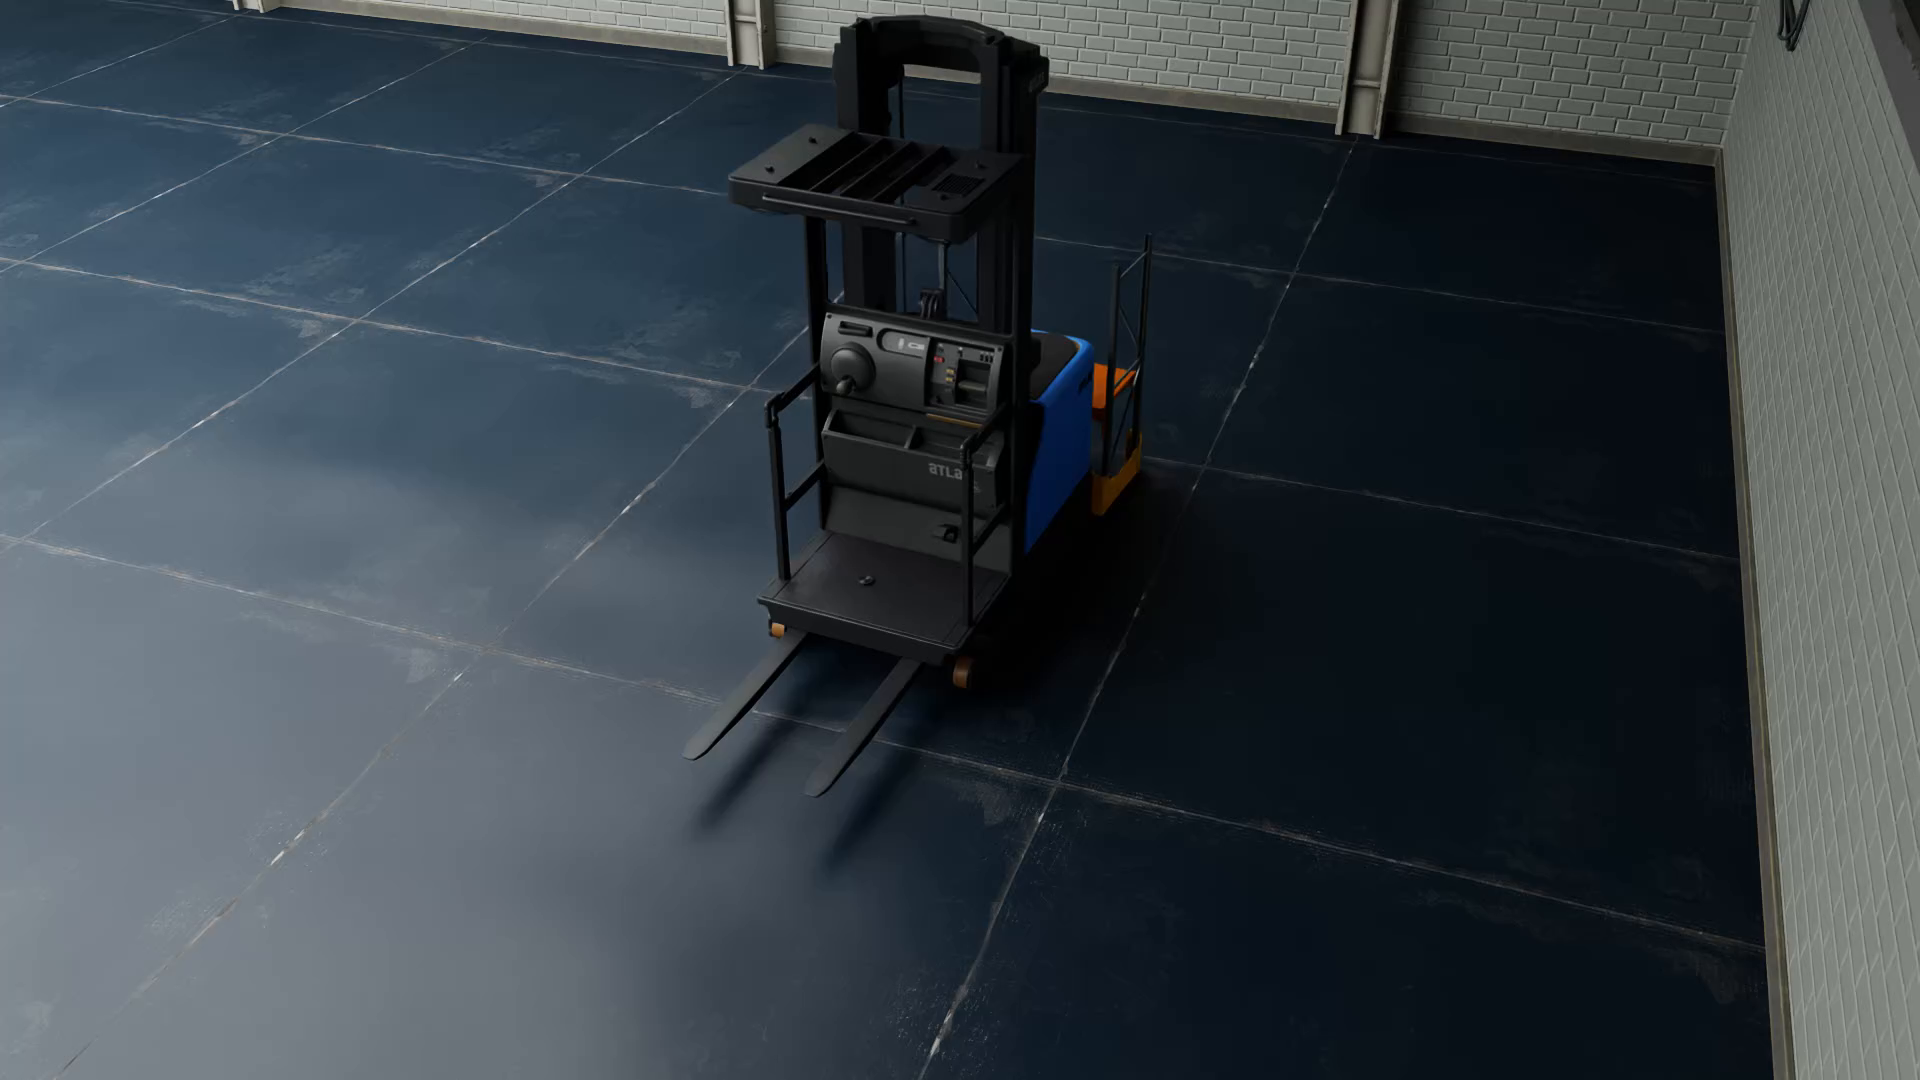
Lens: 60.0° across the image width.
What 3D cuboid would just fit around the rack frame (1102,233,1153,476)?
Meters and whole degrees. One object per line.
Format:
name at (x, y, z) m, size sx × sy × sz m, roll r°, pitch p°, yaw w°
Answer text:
rack frame at (0.921, -0.916, 9.254) m, size 0.032 × 1.500 × 0.500 m, roll 15°, pitch 36°, yaw 22°

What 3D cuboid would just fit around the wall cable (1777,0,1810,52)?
wall cable at (5.908, -4.923, 11.409) m, size 0.112 × 2.526 × 3.097 m, roll 11°, pitch 34°, yaw 16°

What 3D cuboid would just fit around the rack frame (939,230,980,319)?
rack frame at (0.012, -1.163, 9.636) m, size 0.032 × 1.500 × 0.500 m, roll 15°, pitch 36°, yaw 22°

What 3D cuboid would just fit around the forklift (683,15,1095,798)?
forklift at (-0.315, -0.770, 7.709) m, size 1.130 × 2.935 × 3.031 m, roll 13°, pitch 35°, yaw 20°

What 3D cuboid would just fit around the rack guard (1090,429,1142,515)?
rack guard at (0.904, -0.395, 9.600) m, size 0.087 × 0.250 × 0.587 m, roll 15°, pitch 36°, yaw 22°

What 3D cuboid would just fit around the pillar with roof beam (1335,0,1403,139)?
pillar with roof beam at (2.129, -5.243, 9.043) m, size 0.400 × 9.000 × 9.100 m, roll 11°, pitch 34°, yaw 16°

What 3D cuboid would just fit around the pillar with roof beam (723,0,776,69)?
pillar with roof beam at (-3.519, -6.341, 10.744) m, size 0.400 × 9.000 × 9.100 m, roll 11°, pitch 34°, yaw 16°

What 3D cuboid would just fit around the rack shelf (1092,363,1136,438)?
rack shelf at (0.467, -0.888, 9.543) m, size 1.000 × 0.185 × 0.538 m, roll 15°, pitch 36°, yaw 22°

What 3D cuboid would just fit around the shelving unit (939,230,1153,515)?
shelving unit at (0.459, -1.042, 9.448) m, size 1.083 × 1.500 × 0.587 m, roll 15°, pitch 36°, yaw 22°

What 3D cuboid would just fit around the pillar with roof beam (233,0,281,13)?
pillar with roof beam at (-9.168, -7.439, 12.444) m, size 0.400 × 9.000 × 9.100 m, roll 11°, pitch 34°, yaw 16°
